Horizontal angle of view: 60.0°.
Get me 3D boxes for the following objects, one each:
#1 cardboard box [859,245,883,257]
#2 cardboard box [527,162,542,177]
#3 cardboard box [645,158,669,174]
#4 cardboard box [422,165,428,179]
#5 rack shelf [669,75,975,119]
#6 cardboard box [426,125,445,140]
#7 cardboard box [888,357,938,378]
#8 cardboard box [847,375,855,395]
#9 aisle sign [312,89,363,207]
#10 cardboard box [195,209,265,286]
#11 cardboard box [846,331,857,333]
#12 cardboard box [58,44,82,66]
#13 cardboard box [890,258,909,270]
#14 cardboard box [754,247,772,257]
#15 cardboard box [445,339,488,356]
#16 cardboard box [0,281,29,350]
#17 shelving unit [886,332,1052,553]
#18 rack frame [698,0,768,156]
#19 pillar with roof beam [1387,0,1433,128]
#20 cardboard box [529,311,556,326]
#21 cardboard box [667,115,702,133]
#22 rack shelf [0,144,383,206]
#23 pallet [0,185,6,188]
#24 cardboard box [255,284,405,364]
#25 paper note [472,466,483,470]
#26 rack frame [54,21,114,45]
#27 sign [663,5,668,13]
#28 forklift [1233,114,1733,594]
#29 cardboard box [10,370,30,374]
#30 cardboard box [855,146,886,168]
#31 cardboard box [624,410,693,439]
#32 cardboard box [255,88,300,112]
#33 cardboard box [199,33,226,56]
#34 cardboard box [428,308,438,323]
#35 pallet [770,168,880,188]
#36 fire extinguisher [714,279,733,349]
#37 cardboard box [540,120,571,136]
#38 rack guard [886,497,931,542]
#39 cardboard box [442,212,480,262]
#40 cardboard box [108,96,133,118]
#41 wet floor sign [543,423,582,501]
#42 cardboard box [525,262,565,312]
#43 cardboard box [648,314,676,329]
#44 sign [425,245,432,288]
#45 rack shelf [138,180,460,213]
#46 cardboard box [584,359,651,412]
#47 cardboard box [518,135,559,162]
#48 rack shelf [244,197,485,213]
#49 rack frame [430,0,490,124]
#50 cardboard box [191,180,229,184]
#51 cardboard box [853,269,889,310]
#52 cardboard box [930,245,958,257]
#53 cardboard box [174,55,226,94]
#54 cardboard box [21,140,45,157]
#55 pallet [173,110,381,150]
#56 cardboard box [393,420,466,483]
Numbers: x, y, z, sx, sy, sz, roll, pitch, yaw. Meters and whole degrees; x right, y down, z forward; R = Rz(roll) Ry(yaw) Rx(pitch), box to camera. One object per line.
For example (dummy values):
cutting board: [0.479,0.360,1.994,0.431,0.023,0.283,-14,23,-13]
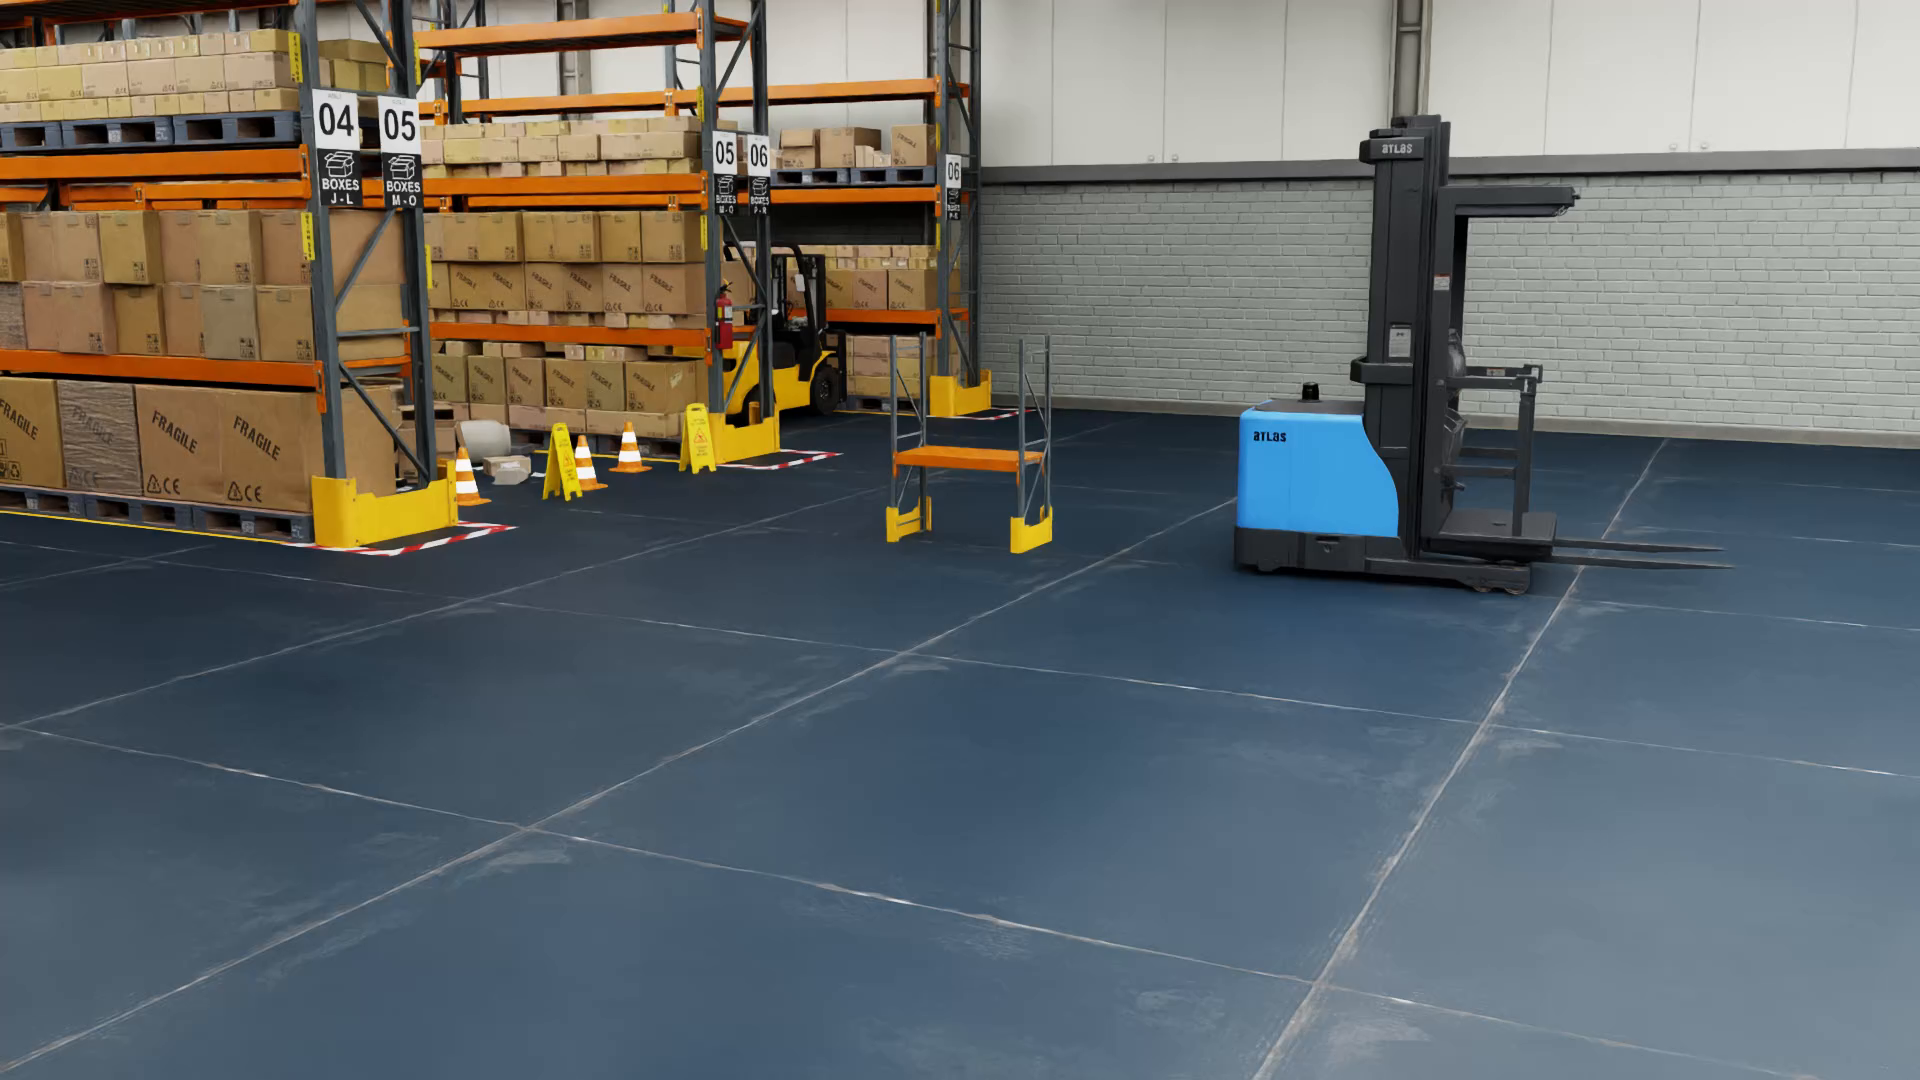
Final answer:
cardboard box: [-1.095,-3.685,21.230,0.250,0.149,0.380,5,11,26]
cardboard box: [-4.233,-3.802,17.099,0.250,0.149,0.380,5,11,26]
cardboard box: [-2.883,-3.670,16.371,0.250,0.149,0.380,5,11,26]
cardboard box: [-5.616,-3.923,17.769,0.250,0.149,0.380,5,11,25]
rack shelf: [-1.802,-5.672,21.446,4.000,0.370,1.077,5,11,26]
cardboard box: [-5.404,-4.287,17.541,0.250,0.149,0.380,5,12,28]
cardboard box: [-0.583,-2.201,21.109,0.500,0.250,0.500,5,11,25]
cardboard box: [-1.456,-2.035,21.593,0.500,0.250,0.500,5,11,26]
aisle sign: [-4.370,-2.747,11.688,0.004,0.787,0.394,5,11,26]
cardboard box: [-5.151,-2.191,12.460,0.550,0.550,0.875,5,11,26]
cardboard box: [-1.706,-2.648,22.175,0.500,0.250,0.500,5,11,25]
cardboard box: [-6.570,-3.654,12.584,0.250,0.149,0.380,5,11,26]
cardboard box: [-0.686,-3.480,20.932,0.250,0.149,0.380,5,12,27]
cardboard box: [-2.504,-3.793,21.828,0.250,0.149,0.380,5,11,25]
cardboard box: [-5.293,-2.068,17.850,0.250,0.149,0.380,5,11,27]
cardboard box: [-7.552,-1.884,13.794,0.550,0.550,0.875,5,11,26]
shelving unit: [0.068,-0.732,12.063,1.083,1.500,0.587,5,11,26]
rack frame: [-2.201,-5.272,16.093,0.127,3.000,1.000,5,11,26]
pillar with roof beam: [3.242,-5.104,15.162,0.400,9.000,9.100,5,11,26]
cardboard box: [-4.267,-2.318,17.321,0.250,0.149,0.380,5,11,26]
cardboard box: [-2.635,-4.045,16.199,0.250,0.149,0.380,5,11,26]
rack shelf: [-6.095,-2.801,12.883,4.000,0.370,1.077,5,11,26]
pallet: [-12.119,-4.583,21.247,1.217,0.209,0.805,5,11,24]
cardboard box: [-4.654,-1.618,12.324,0.550,0.550,0.875,5,11,26]
paper note: [-4.625,-0.701,16.050,0.148,0.019,0.142,-10,14,-43]
rack frame: [-14.357,-7.326,27.442,0.127,3.000,1.000,5,11,26]
sign: [-3.825,-6.792,21.643,0.005,0.325,0.100,5,11,26]
forklift: [3.389,-1.211,10.689,3.031,2.935,1.130,4,11,21]
cardboard box: [-11.558,-2.321,21.418,0.875,0.875,0.875,5,12,27]
cardboard box: [-1.113,-4.816,20.911,0.258,0.266,0.396,5,11,26]
cardboard box: [-3.067,-1.196,16.960,0.500,0.250,0.500,5,11,26]
cardboard box: [-4.749,-3.102,11.770,0.250,0.149,0.380,5,11,26]
cardboard box: [-5.206,-3.535,11.922,0.250,0.149,0.380,5,12,27]
cardboard box: [-5.648,-2.436,17.971,0.250,0.149,0.380,5,11,26]
pallet: [-1.729,-4.702,21.611,1.213,0.211,1.003,5,11,26]
fire extinguisher: [-2.303,-2.200,16.178,0.183,0.674,0.296,5,11,26]
cardboard box: [-4.025,-4.160,16.837,0.250,0.149,0.380,5,12,27]
rack guard: [-0.378,-0.156,12.392,0.087,0.250,0.587,5,11,26]
cardboard box: [-5.042,-3.210,17.620,0.500,0.500,0.700,5,11,26]
cardboard box: [-6.117,-3.222,12.435,0.250,0.149,0.380,5,11,27]
wet floor sign: [-3.399,-0.677,14.160,0.232,0.644,0.267,3,11,16]
cardboard box: [-4.150,-2.638,17.266,0.500,0.500,0.500,5,11,26]
cardboard box: [-2.908,-2.194,16.637,0.250,0.149,0.380,5,11,25]
sign: [-4.050,-2.075,12.619,0.005,0.325,0.100,5,11,26]
rack shelf: [-7.582,-3.915,19.037,4.000,0.370,1.077,5,11,26]
cardboard box: [-3.505,-1.605,17.111,0.500,0.500,0.500,6,12,28]
cardboard box: [-4.151,-3.986,16.992,0.500,0.250,0.500,5,11,26]
rack shelf: [-8.976,-5.023,25.160,4.000,0.370,1.077,5,11,26]
rack frame: [-7.183,-6.696,23.958,0.127,3.000,1.000,5,11,26]
cardboard box: [-8.530,-4.400,19.413,0.500,0.500,0.700,5,11,26]
cardboard box: [-1.027,-3.202,21.217,0.500,0.500,0.500,5,12,28]
cardboard box: [-0.215,-3.689,21.251,0.250,0.149,0.380,5,11,25]
cardboard box: [-5.312,-3.360,12.074,0.500,0.250,0.500,5,11,26]
cardboard box: [-11.085,-4.775,20.309,0.500,0.500,0.500,5,11,26]
pallet: [-4.971,-3.011,12.270,1.213,0.211,1.003,5,11,26]
cardboard box: [-4.897,-0.826,15.381,0.637,0.503,0.797,-2,11,-14]
